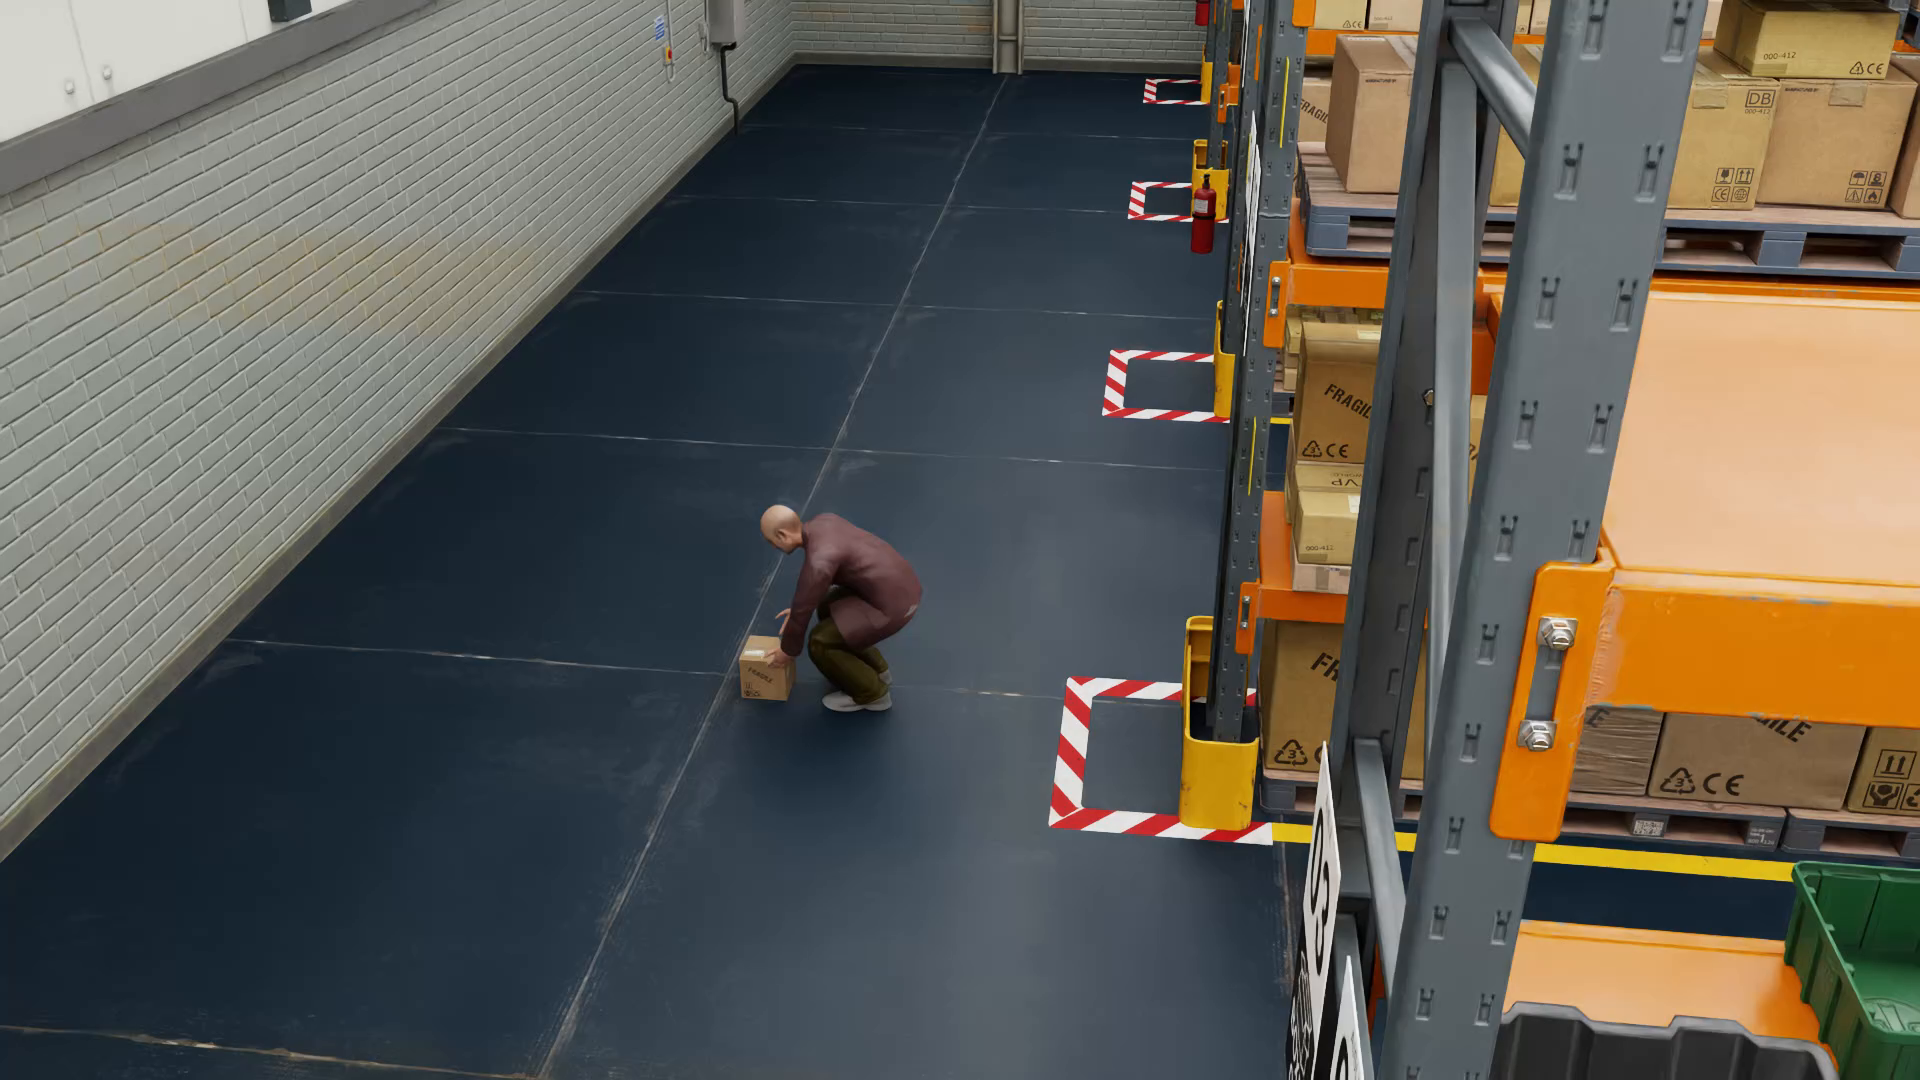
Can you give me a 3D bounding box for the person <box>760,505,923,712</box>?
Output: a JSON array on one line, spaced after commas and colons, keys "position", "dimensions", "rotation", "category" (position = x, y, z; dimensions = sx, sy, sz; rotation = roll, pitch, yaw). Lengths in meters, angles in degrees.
[{"position": [-0.621, 0.343, 8.788], "dimensions": [0.843, 1.146, 0.620], "rotation": [3, 28, 6], "category": "person"}]
